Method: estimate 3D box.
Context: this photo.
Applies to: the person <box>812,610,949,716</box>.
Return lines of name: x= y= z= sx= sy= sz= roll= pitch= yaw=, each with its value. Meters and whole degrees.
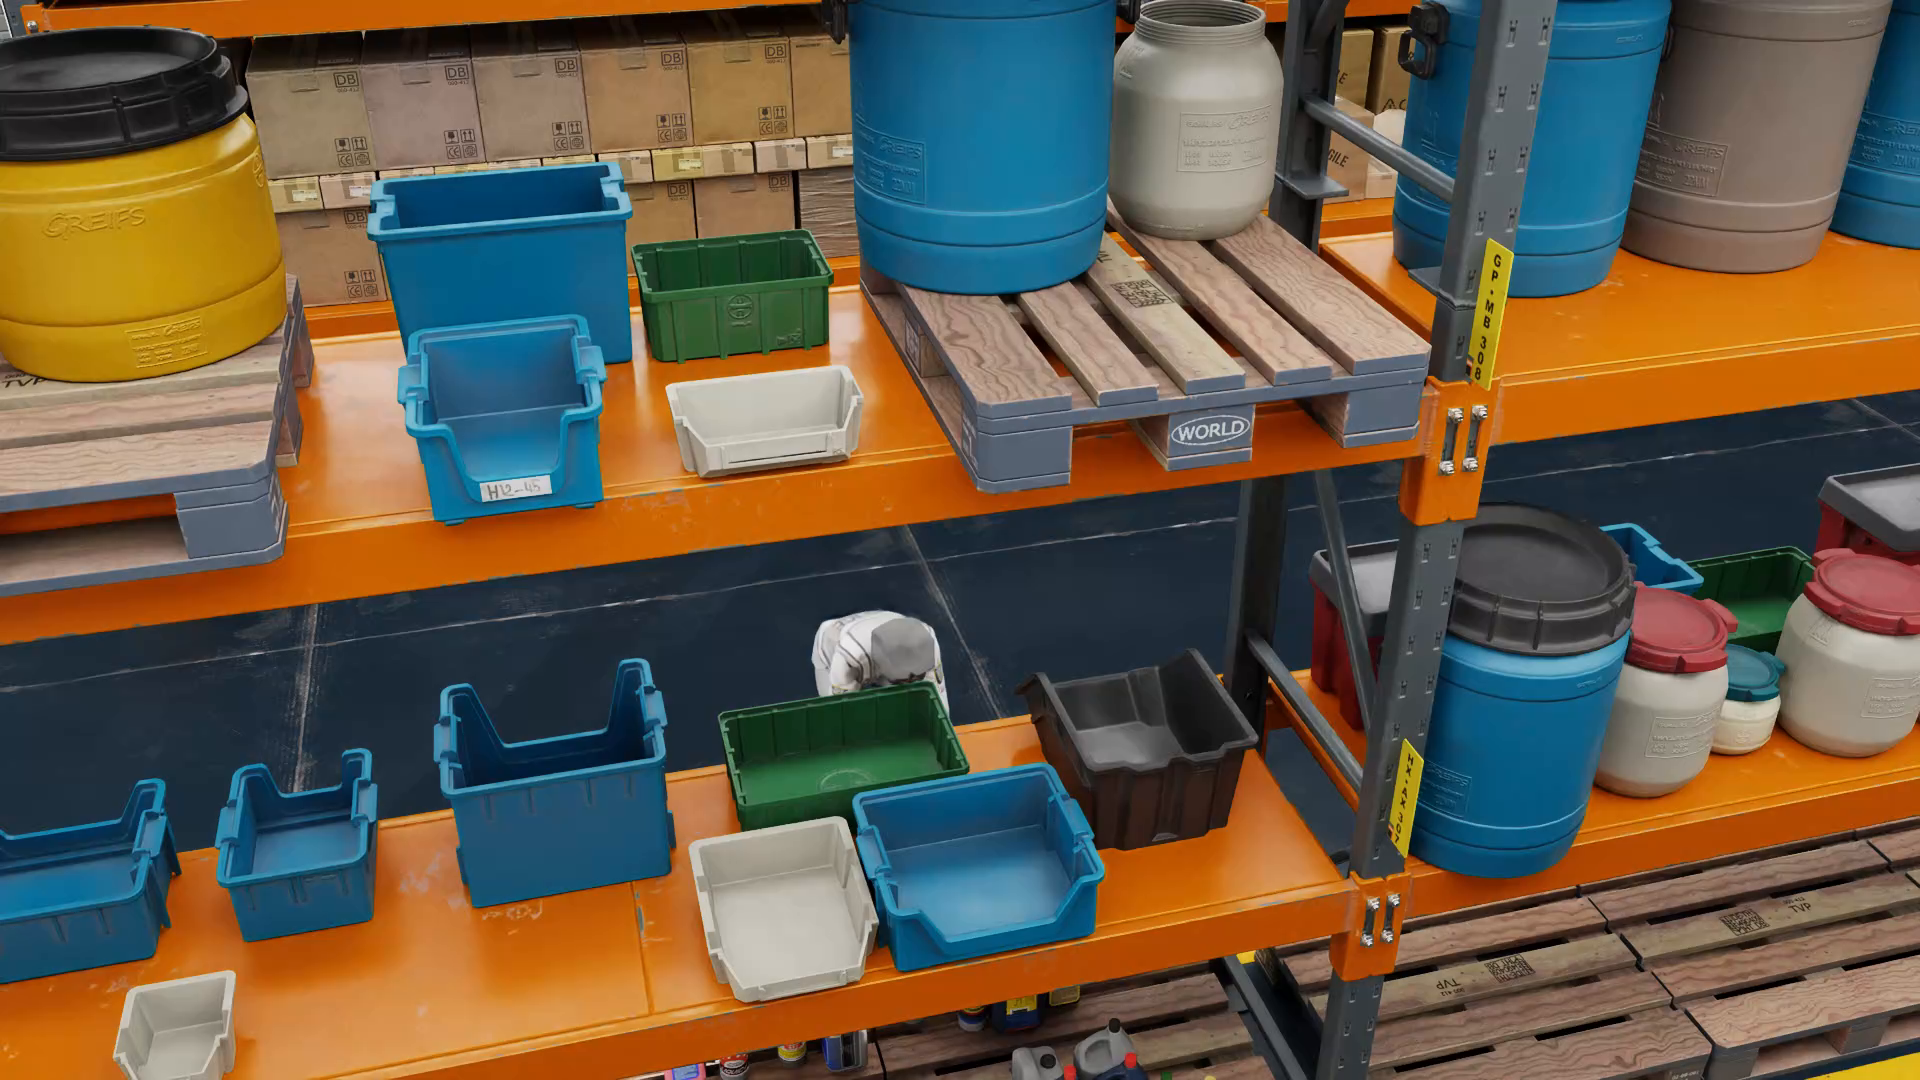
person: x=-0.319 y=0.628 z=6.717 sx=0.493 sy=1.006 sz=0.840 roll=-8 pitch=31 yaw=-13
